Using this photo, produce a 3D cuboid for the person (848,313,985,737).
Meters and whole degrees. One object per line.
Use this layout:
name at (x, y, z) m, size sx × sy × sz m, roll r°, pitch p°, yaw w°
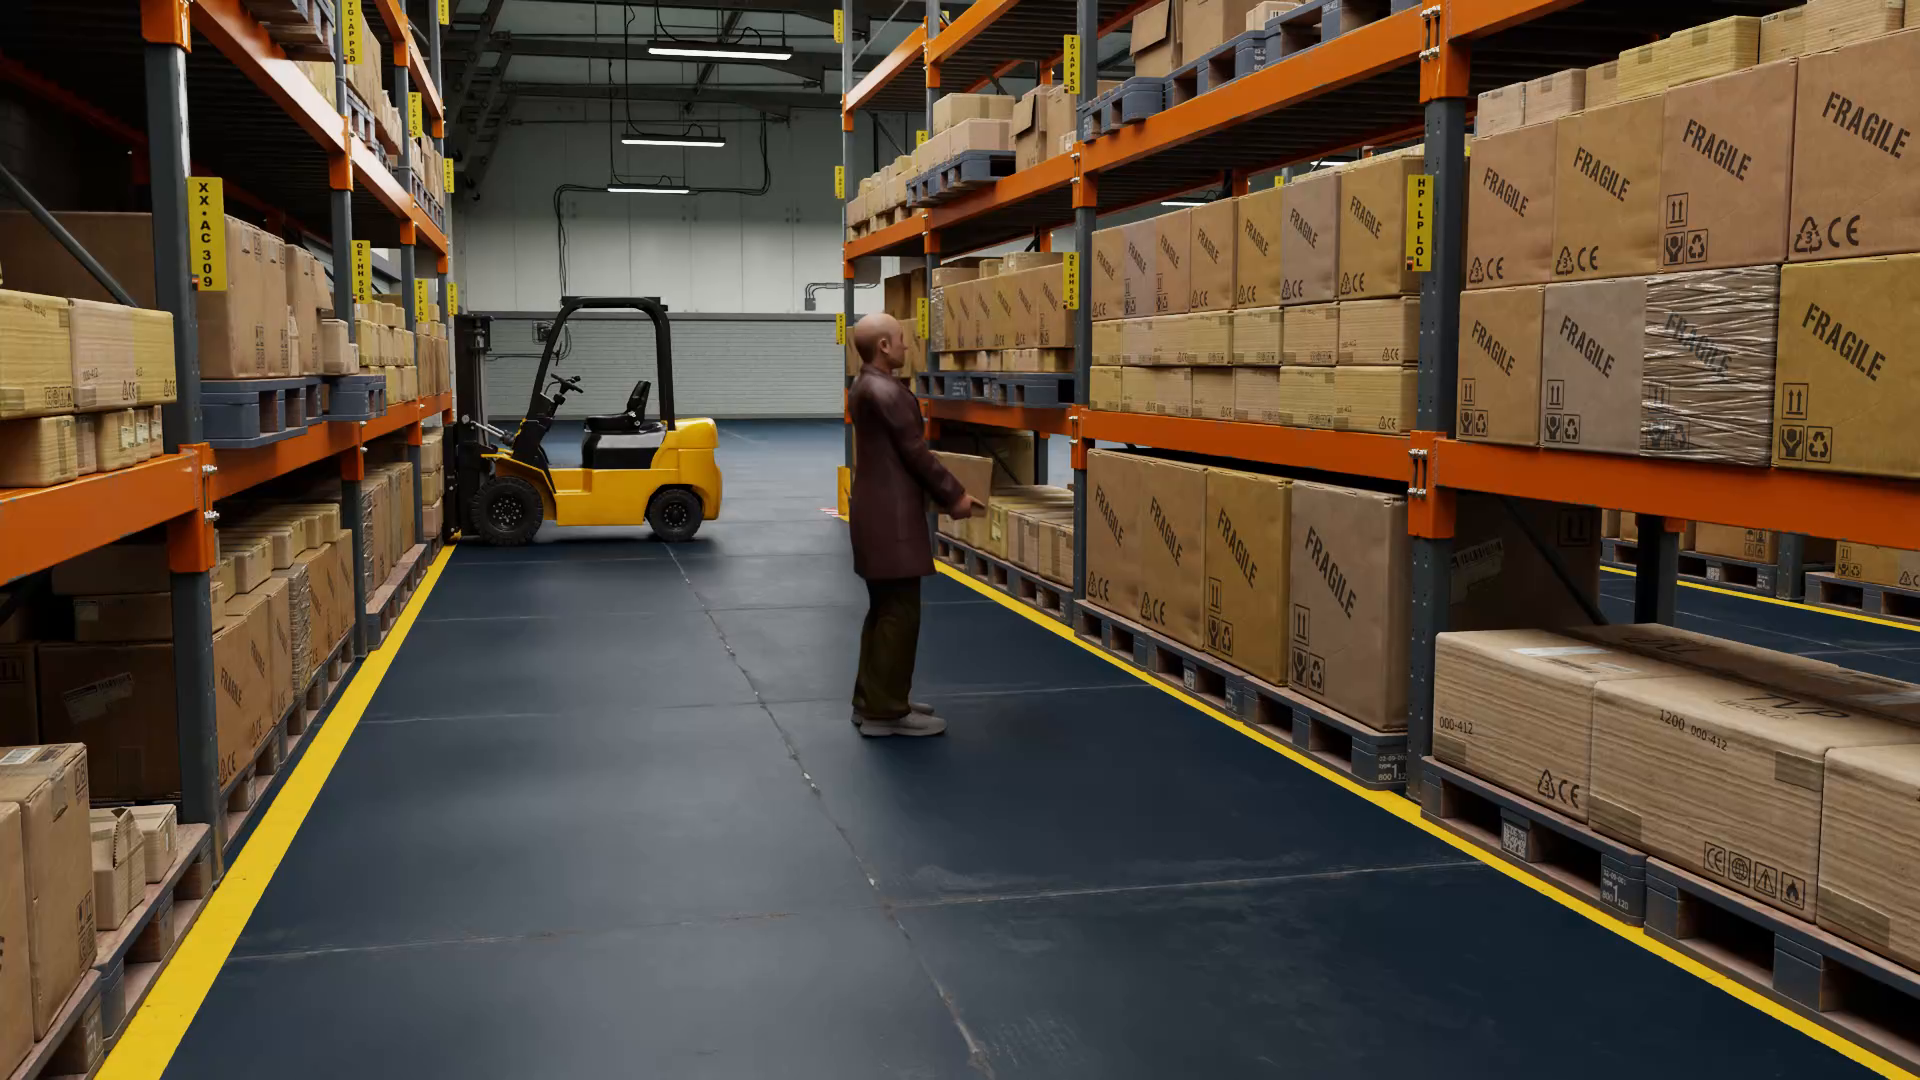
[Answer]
person at (-0.193, -0.073, 7.096) m, size 0.552 × 1.778 × 0.524 m, roll -1°, pitch 6°, yaw -14°
